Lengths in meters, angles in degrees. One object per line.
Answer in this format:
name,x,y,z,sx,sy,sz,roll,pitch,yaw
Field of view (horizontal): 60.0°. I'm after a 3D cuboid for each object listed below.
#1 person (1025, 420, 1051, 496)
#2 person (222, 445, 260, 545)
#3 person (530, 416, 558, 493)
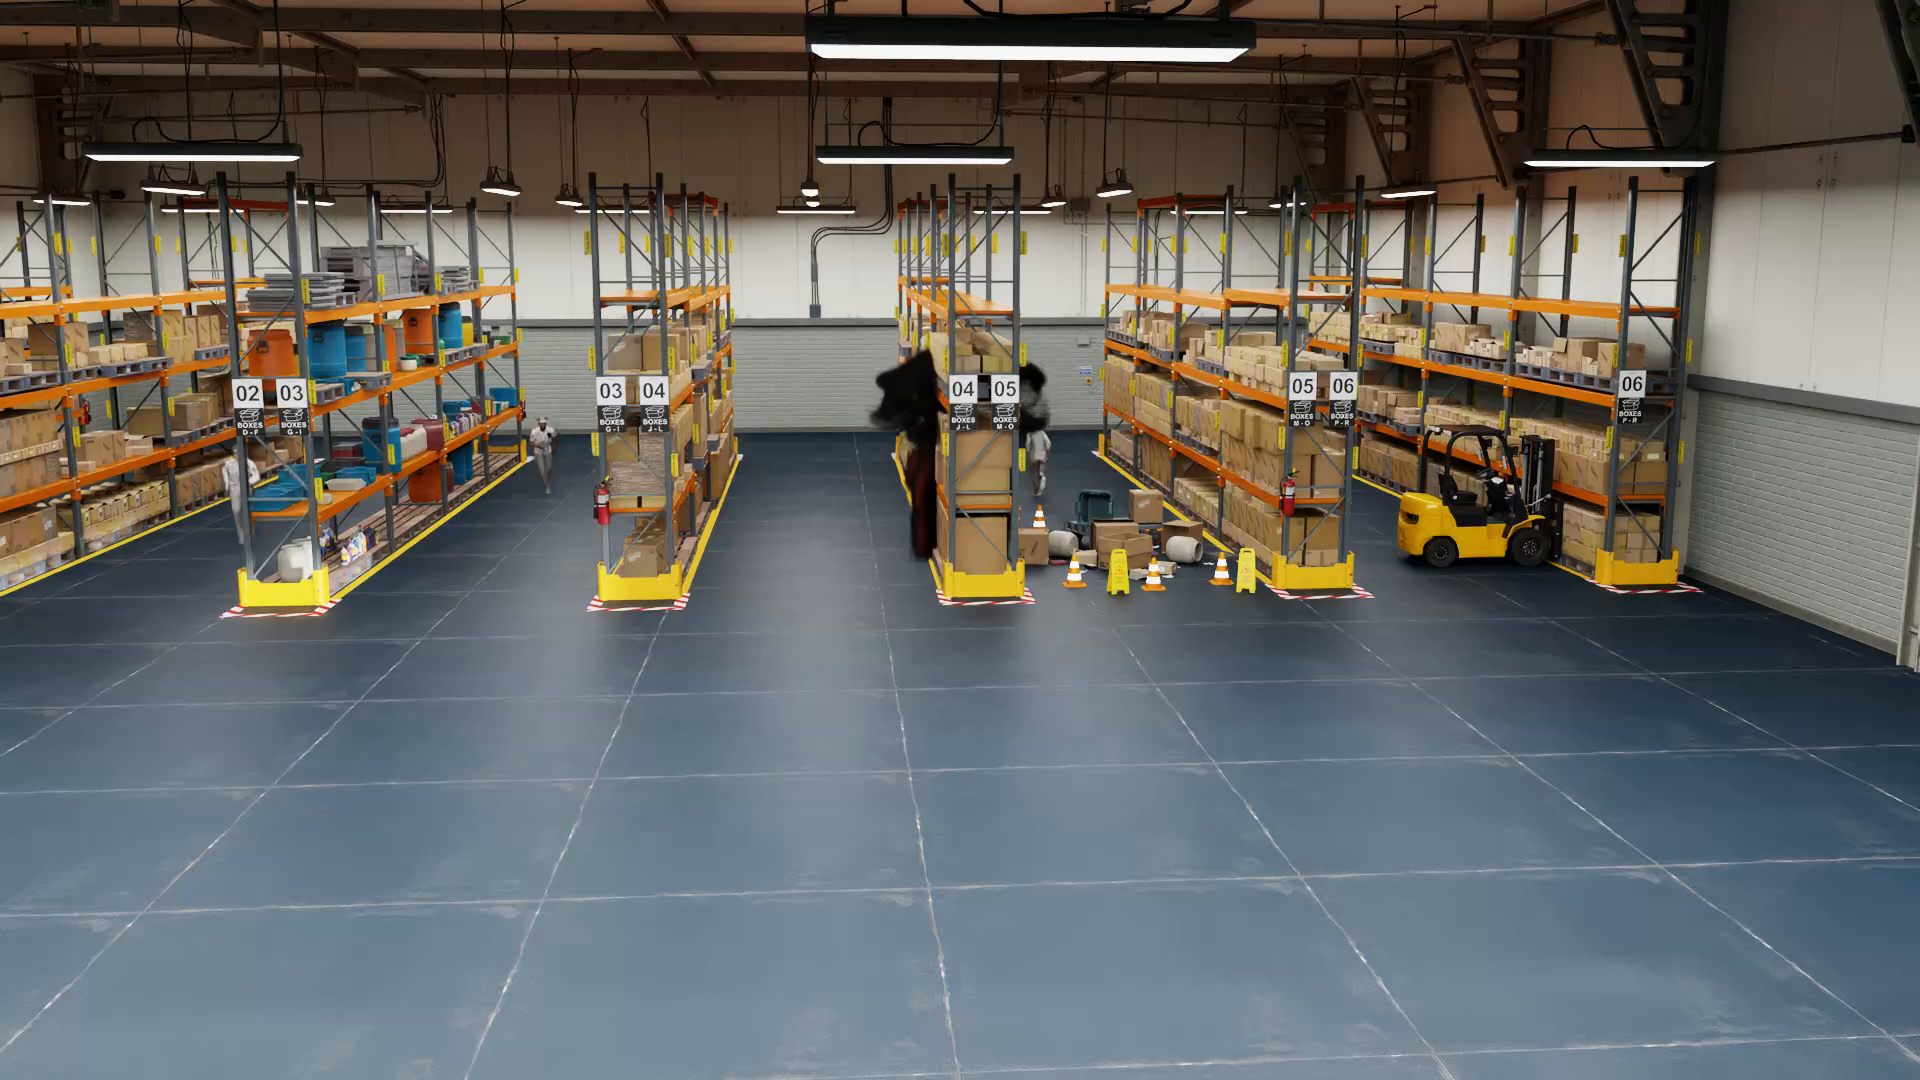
person,1.575,-1.604,33.433,0.551,1.576,0.769,-2,10,-10
person,-12.324,-0.817,28.545,0.597,1.690,0.927,-3,10,-16
person,-8.503,-1.745,34.044,0.563,1.611,0.670,-2,10,-12
